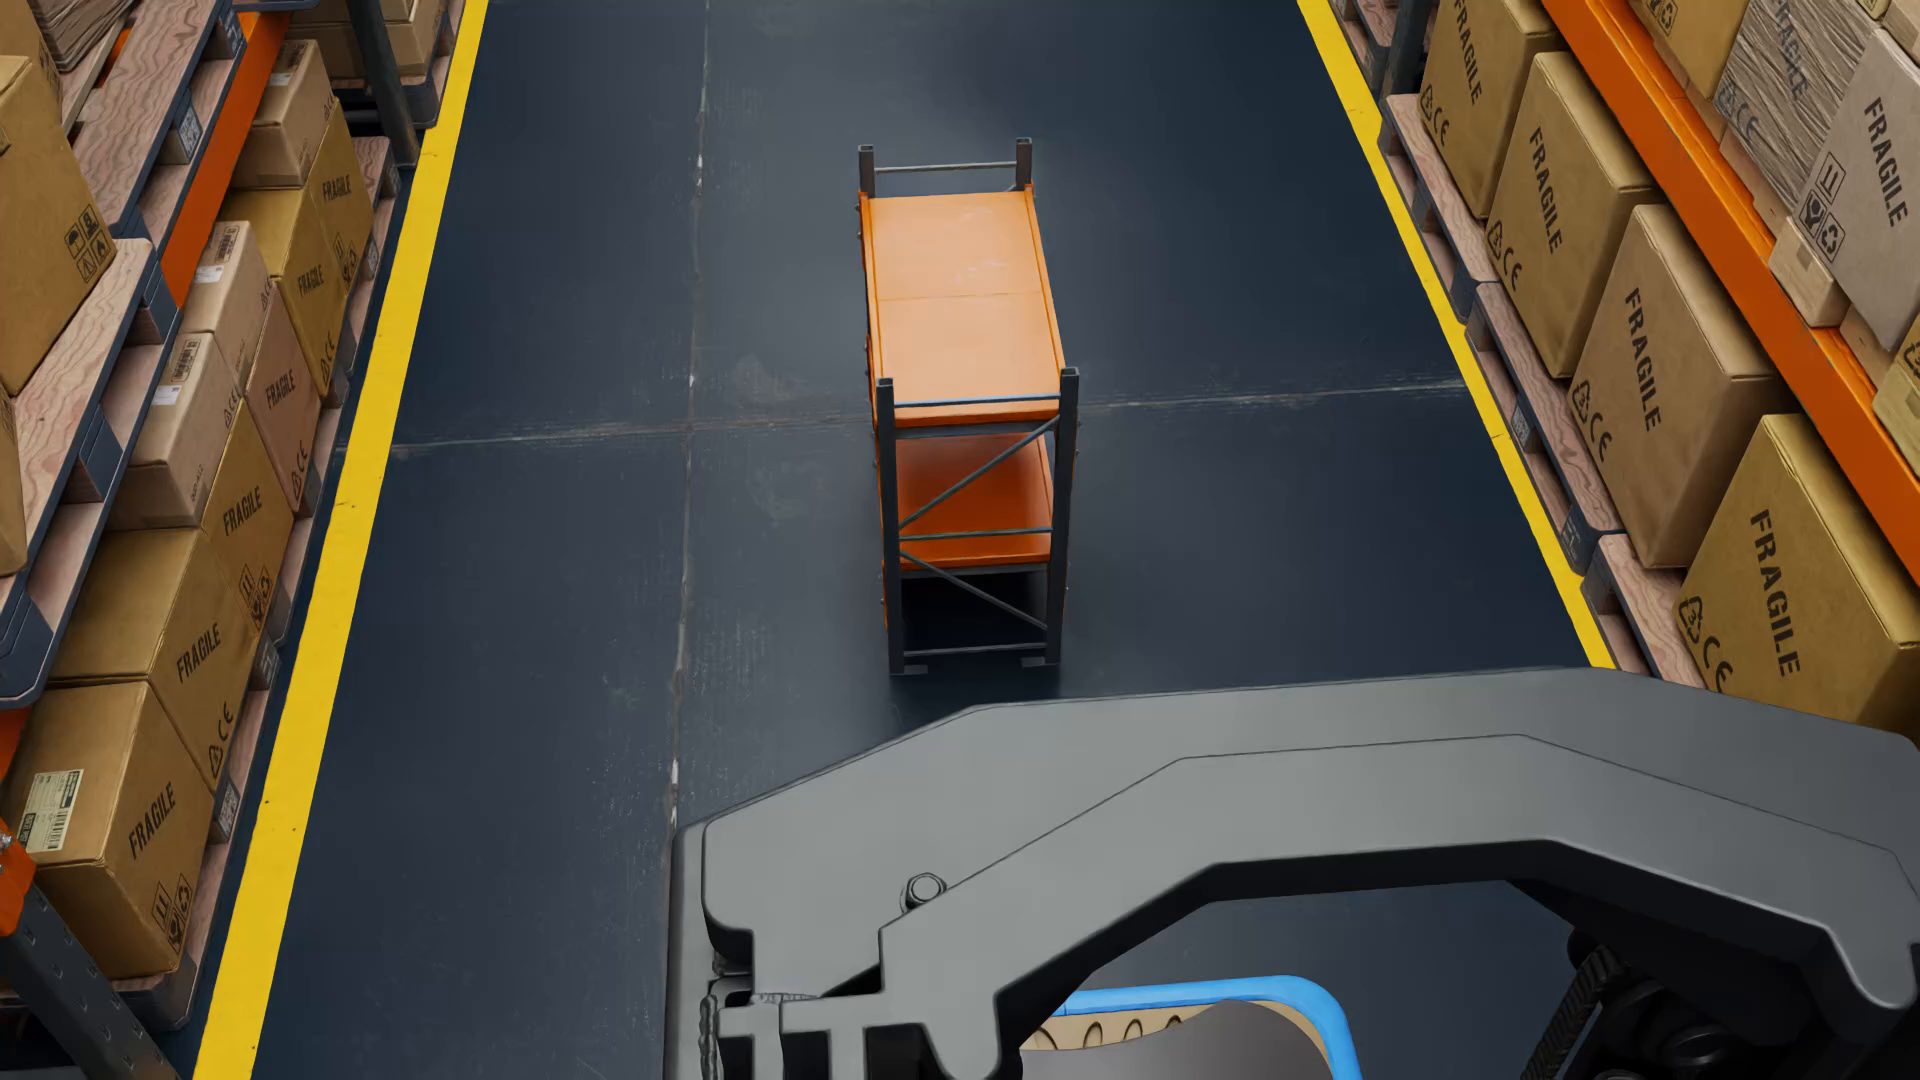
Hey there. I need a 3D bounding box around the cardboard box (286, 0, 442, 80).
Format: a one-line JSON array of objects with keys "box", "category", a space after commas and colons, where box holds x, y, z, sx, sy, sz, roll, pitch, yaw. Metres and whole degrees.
[{"box": [-2.432, -2.129, 6.805, 0.500, 0.250, 0.500, -4, 47, -3], "category": "cardboard box"}]

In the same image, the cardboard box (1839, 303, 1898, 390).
[{"box": [2.258, -0.462, 3.781, 0.380, 0.149, 0.250, -2, 47, -2], "category": "cardboard box"}]

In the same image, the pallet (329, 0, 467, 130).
[{"box": [-2.711, -2.172, 7.162, 1.003, 0.211, 1.213, -3, 47, -3], "category": "pallet"}]

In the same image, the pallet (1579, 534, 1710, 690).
[{"box": [2.450, 0.462, 4.667, 1.003, 0.211, 1.213, -3, 47, -3], "category": "pallet"}]

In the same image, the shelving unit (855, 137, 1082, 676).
[{"box": [0.001, -0.382, 4.837, 0.538, 1.125, 1.048, -3, 47, -3], "category": "shelving unit"}]

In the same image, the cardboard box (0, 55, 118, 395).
[{"box": [-2.283, -0.668, 3.458, 0.700, 0.500, 0.500, 3, 47, 3], "category": "cardboard box"}]

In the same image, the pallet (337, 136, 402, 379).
[{"box": [-2.656, -1.032, 6.082, 1.003, 0.211, 1.213, -3, 47, -3], "category": "pallet"}]

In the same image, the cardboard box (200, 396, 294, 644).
[{"box": [-2.234, -0.043, 4.643, 0.500, 0.500, 0.500, -3, 47, -3], "category": "cardboard box"}]

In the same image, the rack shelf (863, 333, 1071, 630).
[{"box": [0.001, -0.214, 5.014, 0.538, 0.278, 1.000, -3, 47, -3], "category": "rack shelf"}]

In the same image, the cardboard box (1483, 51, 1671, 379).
[{"box": [2.253, -1.068, 5.387, 0.750, 0.750, 0.750, -4, 47, -3], "category": "cardboard box"}]

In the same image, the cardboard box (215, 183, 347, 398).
[{"box": [-2.325, -0.788, 5.349, 0.500, 0.500, 0.500, -5, 47, -5], "category": "cardboard box"}]

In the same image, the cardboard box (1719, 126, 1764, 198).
[{"box": [2.217, -1.012, 4.302, 0.380, 0.149, 0.250, -5, 47, -4], "category": "cardboard box"}]

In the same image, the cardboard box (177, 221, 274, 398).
[{"box": [-2.270, -0.640, 4.692, 0.500, 0.250, 0.500, -4, 47, -4], "category": "cardboard box"}]

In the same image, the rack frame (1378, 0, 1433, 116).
[{"box": [2.255, -2.837, 5.871, 1.000, 3.000, 0.127, -3, 47, -3], "category": "rack frame"}]

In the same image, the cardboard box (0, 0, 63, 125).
[{"box": [-2.555, -1.092, 3.860, 0.700, 0.500, 0.500, -14, 48, -13], "category": "cardboard box"}]

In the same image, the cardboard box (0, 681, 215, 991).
[{"box": [-2.143, 0.705, 3.935, 0.500, 0.500, 0.500, -5, 47, -5], "category": "cardboard box"}]

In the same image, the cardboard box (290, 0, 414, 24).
[{"box": [-2.432, -2.321, 6.601, 0.500, 0.311, 0.500, -2, 47, -2], "category": "cardboard box"}]

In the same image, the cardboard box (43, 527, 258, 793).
[{"box": [-2.199, 0.319, 4.300, 0.500, 0.500, 0.500, -3, 47, -3], "category": "cardboard box"}]

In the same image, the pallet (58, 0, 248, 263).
[{"box": [-2.513, -1.060, 4.320, 1.003, 0.211, 1.213, -3, 47, -3], "category": "pallet"}]

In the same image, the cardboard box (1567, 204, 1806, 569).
[{"box": [2.329, -0.453, 4.805, 0.750, 0.750, 0.750, -2, 47, -2], "category": "cardboard box"}]

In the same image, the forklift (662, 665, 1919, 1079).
[{"box": [0.312, 1.618, 1.699, 1.130, 2.935, 3.031, -4, 47, -3], "category": "forklift"}]

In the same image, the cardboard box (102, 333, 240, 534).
[{"box": [-2.227, -0.277, 4.348, 0.500, 0.250, 0.500, -3, 47, -3], "category": "cardboard box"}]

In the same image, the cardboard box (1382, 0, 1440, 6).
[{"box": [2.143, -2.646, 7.109, 0.700, 0.500, 0.500, -3, 47, -3], "category": "cardboard box"}]

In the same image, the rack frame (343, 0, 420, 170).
[{"box": [-2.681, -2.533, 5.583, 1.000, 3.000, 0.127, -3, 47, -3], "category": "rack frame"}]

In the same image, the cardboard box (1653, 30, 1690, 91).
[{"box": [2.191, -1.396, 4.665, 0.380, 0.149, 0.250, -3, 47, -3], "category": "cardboard box"}]

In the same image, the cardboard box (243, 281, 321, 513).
[{"box": [-2.275, -0.409, 4.990, 0.500, 0.500, 0.500, -5, 47, -5], "category": "cardboard box"}]

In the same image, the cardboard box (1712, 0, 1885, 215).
[{"box": [2.214, -1.137, 3.974, 0.500, 0.500, 0.500, -3, 47, -3], "category": "cardboard box"}]

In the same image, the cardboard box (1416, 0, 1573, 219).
[{"box": [2.186, -1.702, 5.987, 0.750, 0.750, 0.750, -4, 47, -4], "category": "cardboard box"}]

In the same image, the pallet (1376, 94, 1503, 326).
[{"box": [2.246, -1.303, 6.339, 1.003, 0.211, 1.213, -3, 47, -3], "category": "pallet"}]

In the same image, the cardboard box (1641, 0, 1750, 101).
[{"box": [2.167, -1.498, 4.316, 0.500, 0.500, 0.500, -2, 47, -2], "category": "cardboard box"}]

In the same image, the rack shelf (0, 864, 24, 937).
[{"box": [-2.178, 2.055, 1.733, 1.077, 0.370, 4.000, -3, 47, -3], "category": "rack shelf"}]

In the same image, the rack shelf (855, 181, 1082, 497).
[{"box": [0.001, -0.583, 4.624, 0.538, 0.278, 1.000, -3, 47, -3], "category": "rack shelf"}]

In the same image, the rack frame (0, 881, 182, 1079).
[{"box": [-2.343, 0.361, 2.842, 0.949, 2.616, 0.053, -3, 47, -3], "category": "rack frame"}]

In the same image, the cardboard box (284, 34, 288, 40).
[{"box": [-2.968, -2.098, 6.775, 0.500, 0.250, 0.500, -2, 47, -2], "category": "cardboard box"}]

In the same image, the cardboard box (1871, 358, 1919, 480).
[{"box": [2.235, -0.272, 3.601, 0.380, 0.149, 0.250, -3, 47, -3], "category": "cardboard box"}]

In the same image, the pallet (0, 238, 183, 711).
[{"box": [-2.304, -0.158, 3.466, 1.003, 0.211, 1.213, -3, 47, -3], "category": "pallet"}]

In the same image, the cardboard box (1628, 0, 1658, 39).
[{"box": [2.188, -1.576, 4.836, 0.380, 0.149, 0.250, -3, 47, -3], "category": "cardboard box"}]

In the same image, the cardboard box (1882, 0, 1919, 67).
[{"box": [2.263, -1.037, 3.362, 0.500, 0.250, 0.500, -3, 47, -2], "category": "cardboard box"}]

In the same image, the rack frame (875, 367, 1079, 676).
[{"box": [0.043, -0.014, 4.489, 0.500, 1.125, 0.032, -3, 47, -3], "category": "rack frame"}]

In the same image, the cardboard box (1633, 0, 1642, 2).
[{"box": [2.116, -1.875, 4.672, 0.500, 0.500, 0.500, -4, 47, -3], "category": "cardboard box"}]

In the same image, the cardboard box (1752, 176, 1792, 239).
[{"box": [2.223, -0.830, 4.130, 0.380, 0.149, 0.250, -3, 47, -3], "category": "cardboard box"}]

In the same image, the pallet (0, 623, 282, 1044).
[{"box": [-2.452, 0.734, 4.410, 1.003, 0.211, 1.213, -3, 47, -3], "category": "pallet"}]

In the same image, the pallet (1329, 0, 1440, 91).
[{"box": [2.191, -2.443, 7.419, 1.003, 0.211, 1.213, -3, 47, -3], "category": "pallet"}]

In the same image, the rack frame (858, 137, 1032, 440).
[{"box": [-0.042, -0.750, 5.185, 0.500, 1.125, 0.032, -3, 47, -3], "category": "rack frame"}]

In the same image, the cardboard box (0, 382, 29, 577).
[{"box": [-2.163, -0.174, 2.991, 0.700, 0.500, 0.500, -18, 49, -16], "category": "cardboard box"}]

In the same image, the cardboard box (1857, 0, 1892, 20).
[{"box": [2.220, -1.406, 3.712, 0.500, 0.250, 0.500, -3, 47, -3], "category": "cardboard box"}]

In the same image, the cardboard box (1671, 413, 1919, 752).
[{"box": [2.406, 0.190, 4.196, 0.750, 0.750, 0.750, -3, 47, -3], "category": "cardboard box"}]

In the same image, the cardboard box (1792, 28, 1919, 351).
[{"box": [2.248, -0.773, 3.629, 0.500, 0.500, 0.500, -3, 47, -3], "category": "cardboard box"}]

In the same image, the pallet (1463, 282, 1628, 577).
[{"box": [2.345, -0.422, 5.505, 1.003, 0.211, 1.213, -3, 47, -3], "category": "pallet"}]

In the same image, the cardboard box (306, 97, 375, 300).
[{"box": [-2.368, -1.162, 5.703, 0.500, 0.500, 0.500, -2, 47, -2], "category": "cardboard box"}]

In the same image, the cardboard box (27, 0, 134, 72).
[{"box": [-2.629, -1.590, 4.331, 0.700, 0.500, 0.500, 4, 47, 4], "category": "cardboard box"}]

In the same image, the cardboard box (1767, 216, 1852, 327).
[{"box": [2.178, -0.650, 3.958, 0.380, 0.149, 0.250, -3, 47, -3], "category": "cardboard box"}]

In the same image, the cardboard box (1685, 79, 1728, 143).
[{"box": [2.206, -1.205, 4.485, 0.380, 0.149, 0.250, -2, 47, -2], "category": "cardboard box"}]

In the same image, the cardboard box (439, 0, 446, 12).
[{"box": [-2.475, -2.492, 7.149, 0.500, 0.250, 0.500, -5, 47, -4], "category": "cardboard box"}]

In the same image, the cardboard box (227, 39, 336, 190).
[{"box": [-2.360, -1.380, 5.393, 0.500, 0.250, 0.500, -2, 47, -2], "category": "cardboard box"}]

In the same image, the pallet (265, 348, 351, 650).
[{"box": [-2.557, -0.151, 5.248, 1.003, 0.211, 1.213, -3, 47, -3], "category": "pallet"}]

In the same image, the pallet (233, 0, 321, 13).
[{"box": [-2.554, -1.981, 5.192, 1.213, 0.211, 1.003, -3, 47, -3], "category": "pallet"}]

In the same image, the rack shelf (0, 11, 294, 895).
[{"box": [-2.513, -0.839, 4.474, 1.077, 0.370, 4.000, -3, 47, -3], "category": "rack shelf"}]

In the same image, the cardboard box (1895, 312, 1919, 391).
[{"box": [2.300, -0.405, 3.280, 0.500, 0.500, 0.500, -4, 47, -4], "category": "cardboard box"}]
